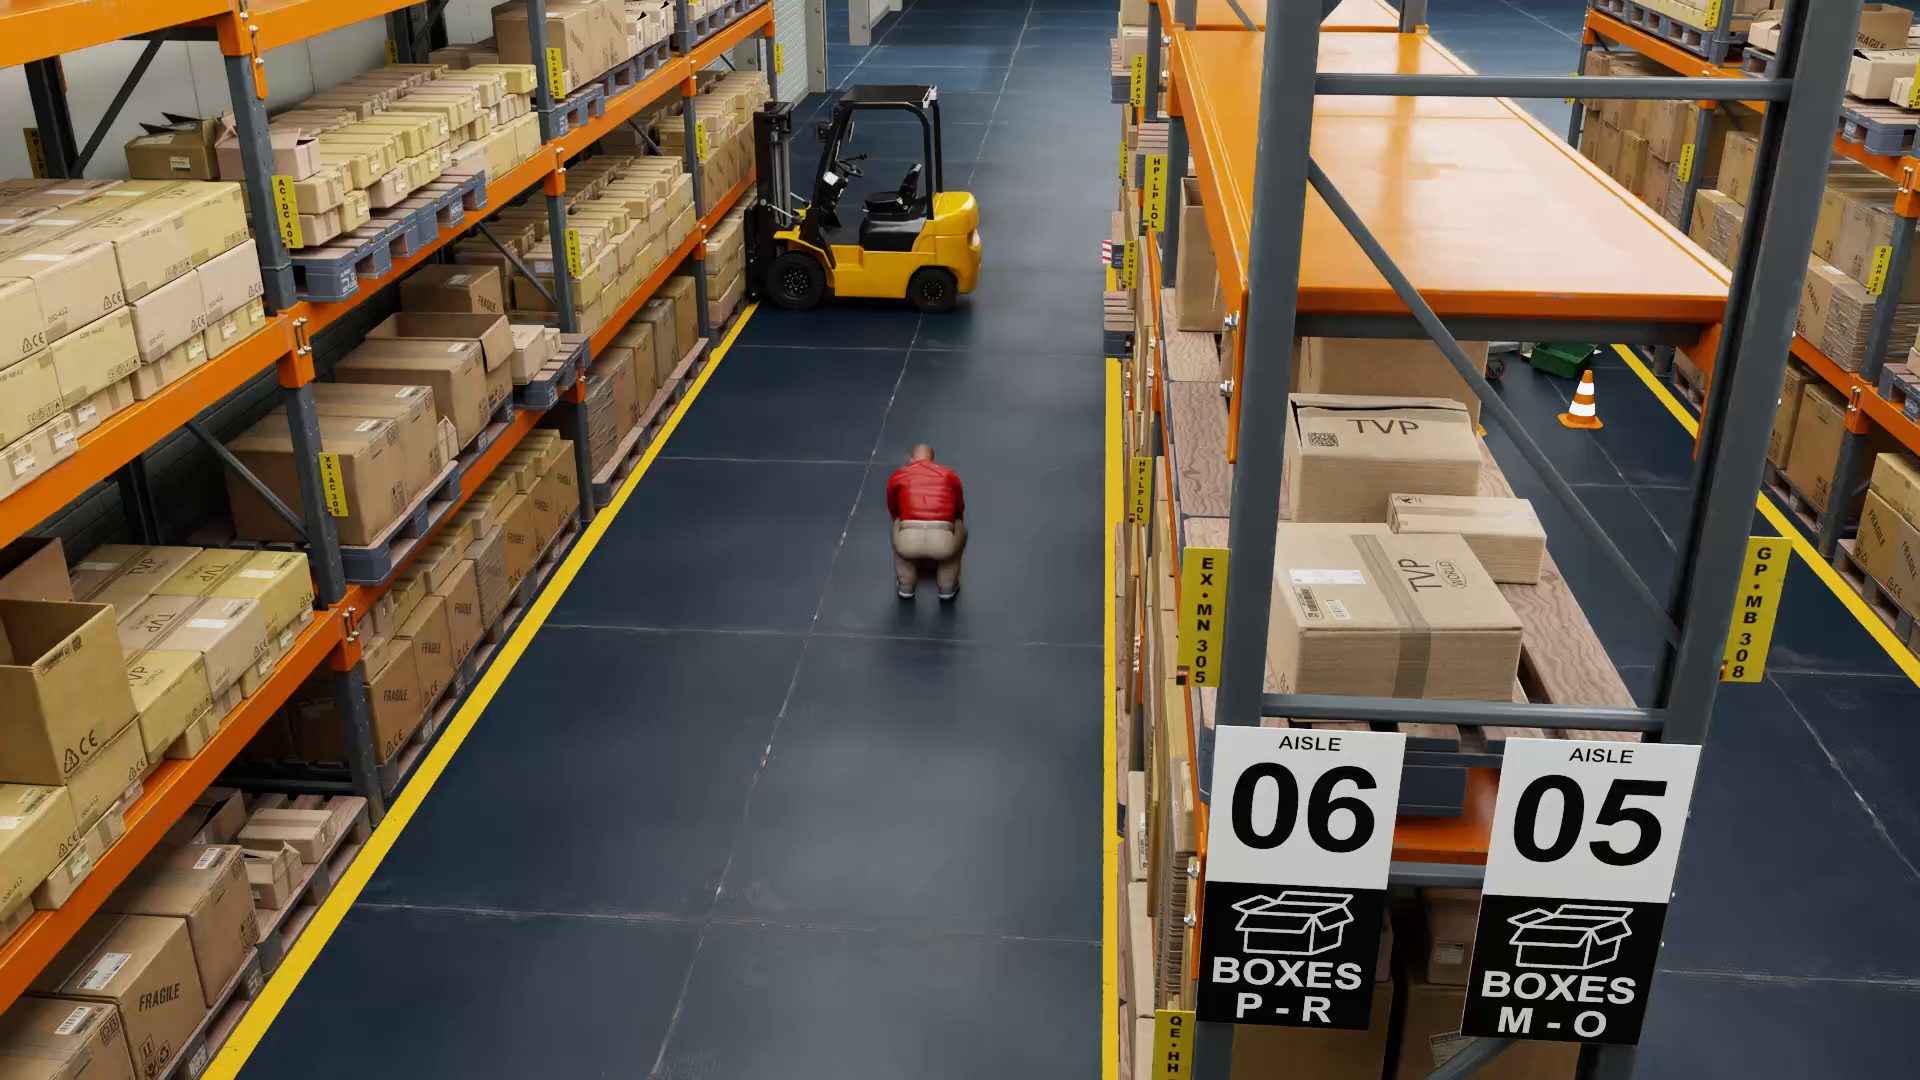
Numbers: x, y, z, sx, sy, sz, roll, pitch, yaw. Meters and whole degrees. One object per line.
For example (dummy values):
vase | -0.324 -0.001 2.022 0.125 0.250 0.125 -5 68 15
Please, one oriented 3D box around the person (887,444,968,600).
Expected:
person | -0.230 -0.111 11.305 0.564 0.888 0.870 2 24 4
